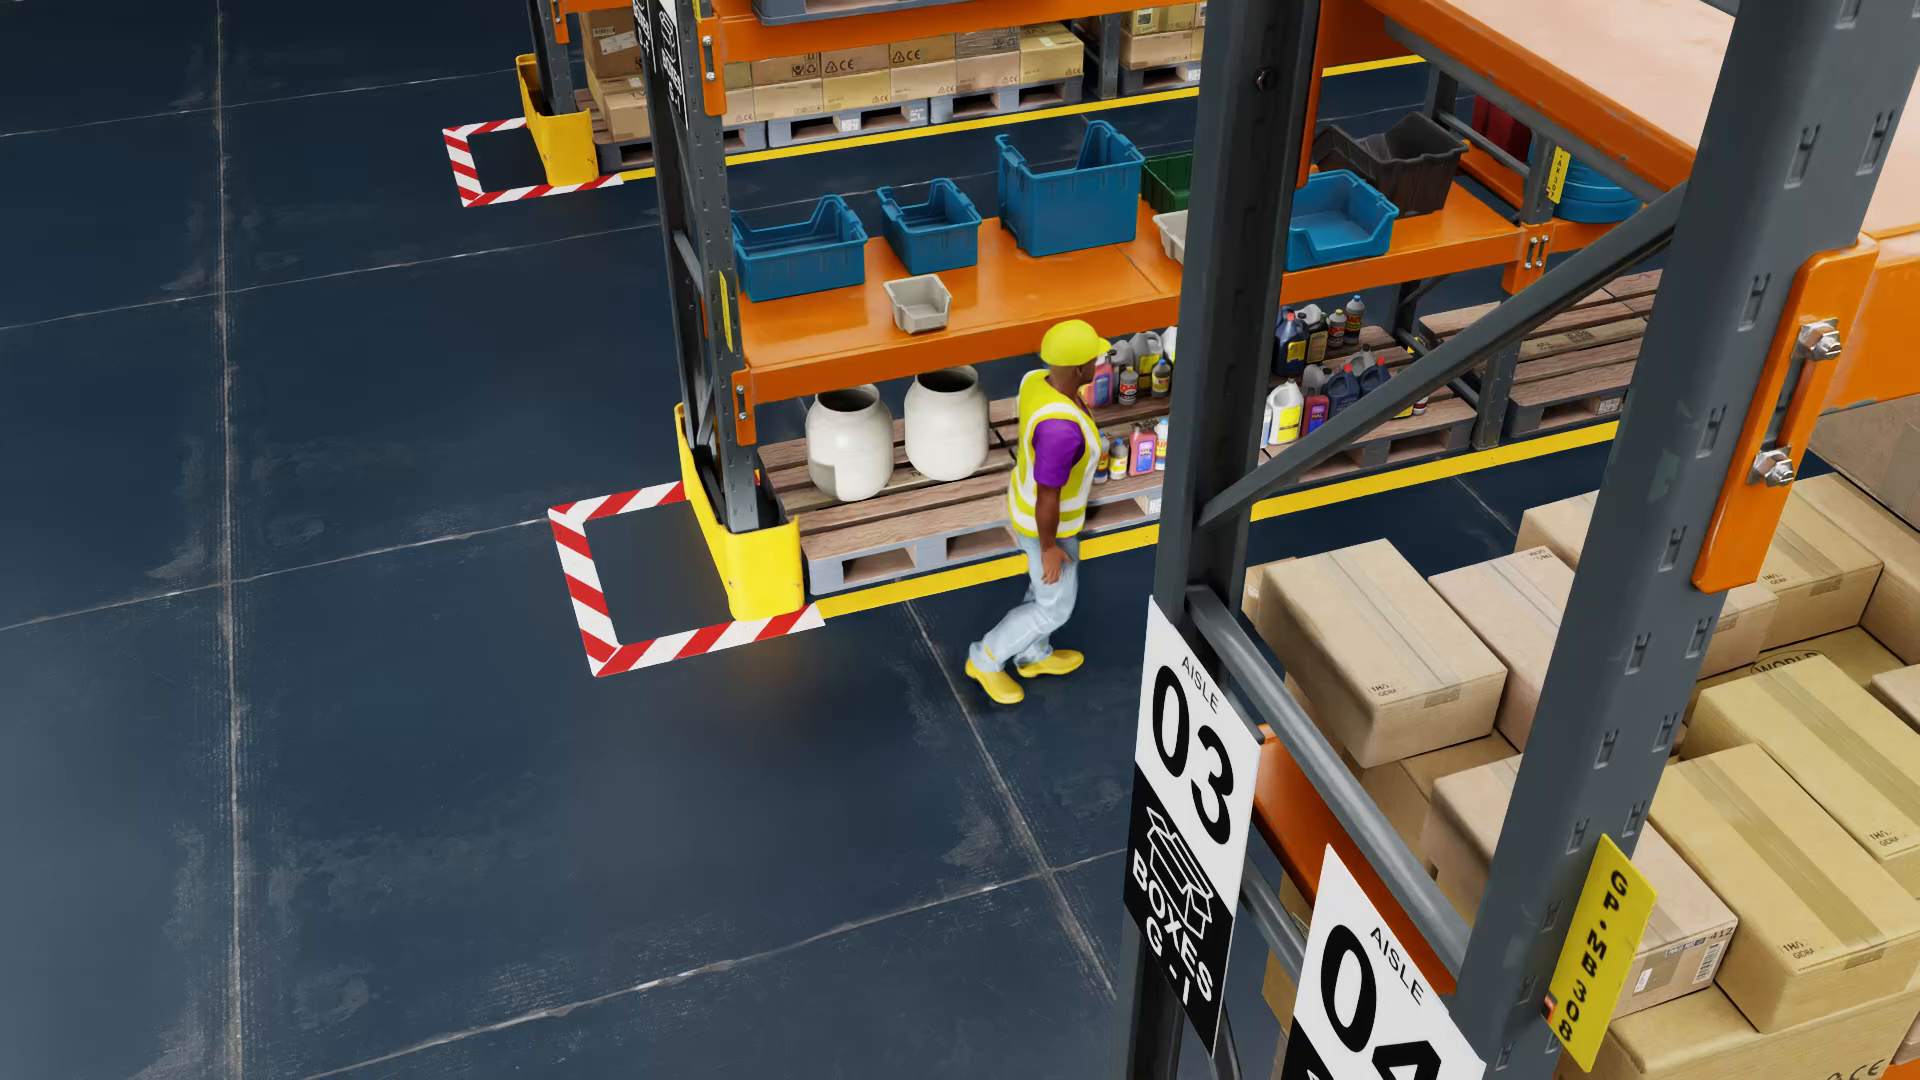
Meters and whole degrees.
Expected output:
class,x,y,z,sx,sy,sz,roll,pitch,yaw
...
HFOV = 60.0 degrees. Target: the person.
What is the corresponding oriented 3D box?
class,x,y,z,sx,sy,sz,roll,pitch,yaw
person,0.305,-0.104,6.901,0.581,1.756,0.610,-2,38,-2
